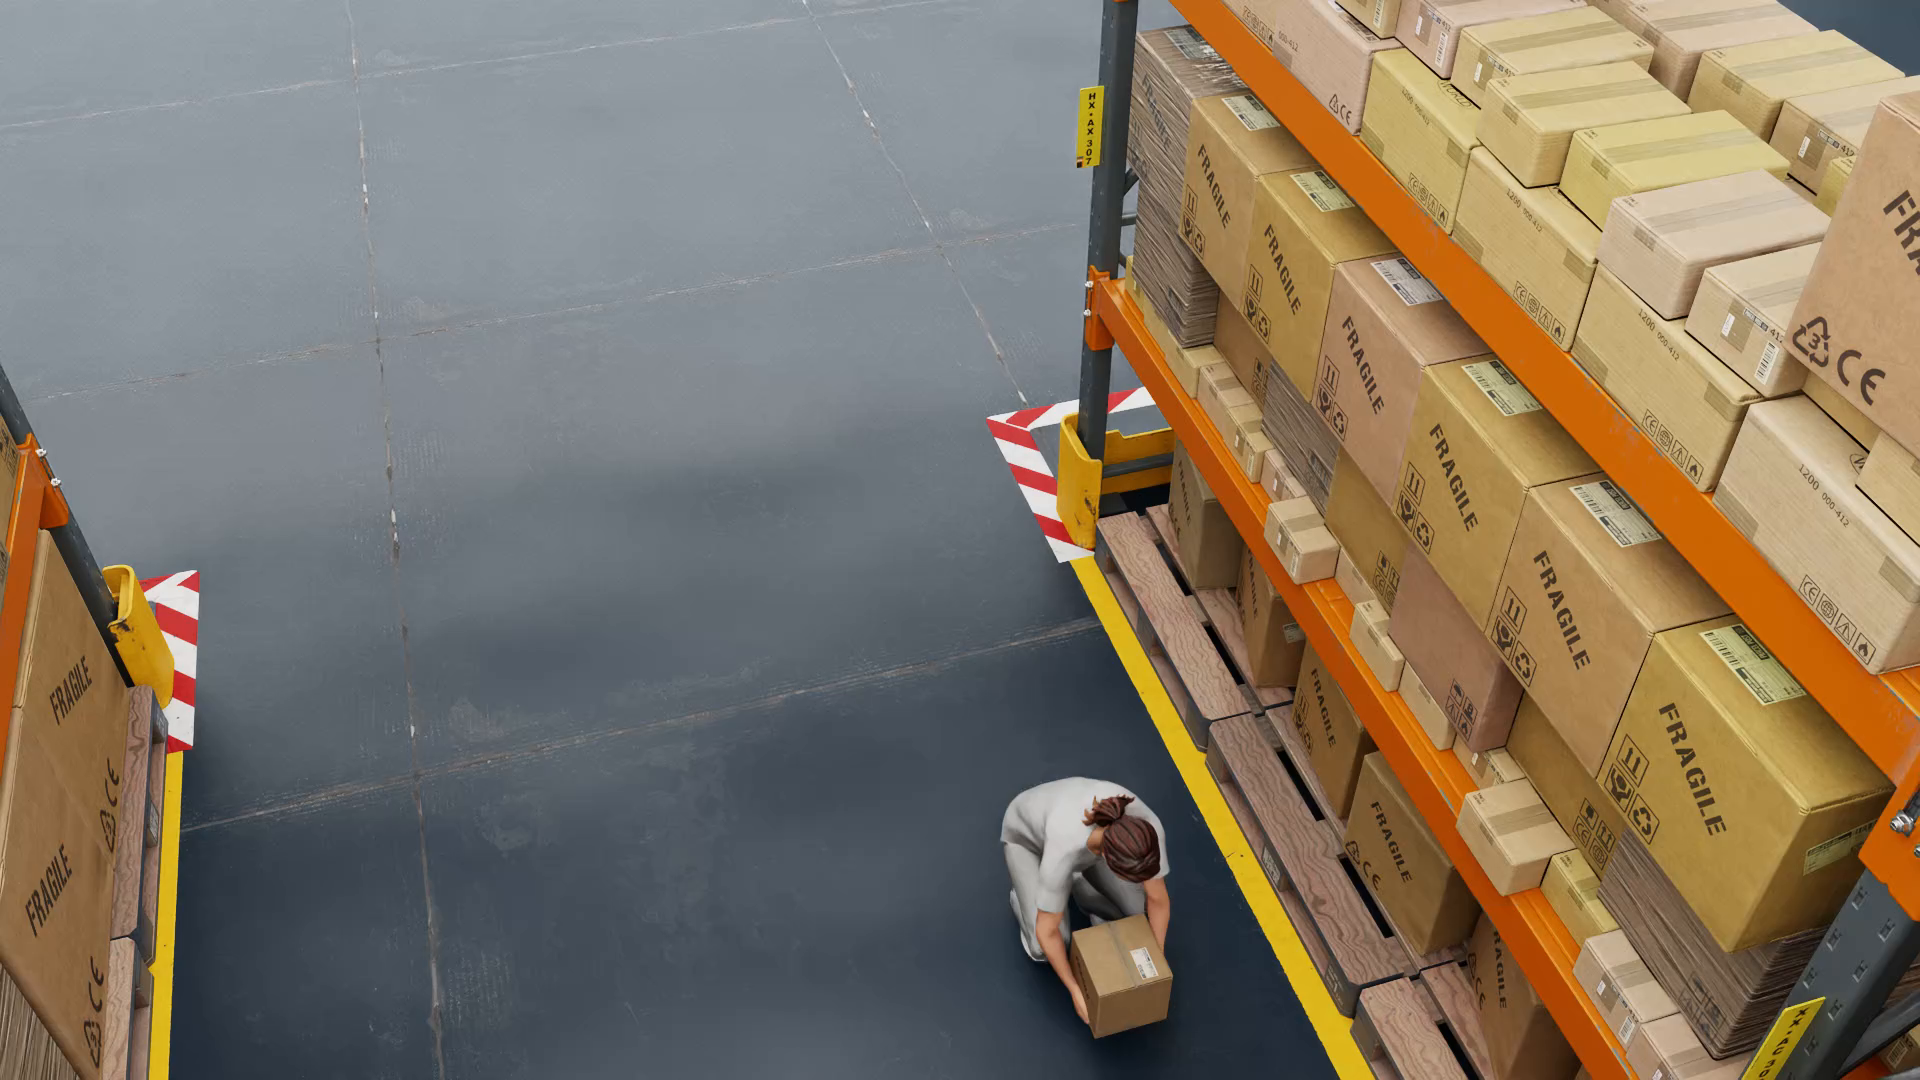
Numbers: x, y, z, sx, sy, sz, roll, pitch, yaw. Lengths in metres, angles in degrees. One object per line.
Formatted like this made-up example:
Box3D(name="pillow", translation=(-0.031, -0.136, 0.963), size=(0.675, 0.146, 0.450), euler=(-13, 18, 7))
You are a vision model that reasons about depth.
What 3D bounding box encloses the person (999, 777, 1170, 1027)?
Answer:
Box3D(name="person", translation=(0.422, 1.100, 5.512), size=(0.479, 0.935, 0.800), euler=(-13, 44, -13))
